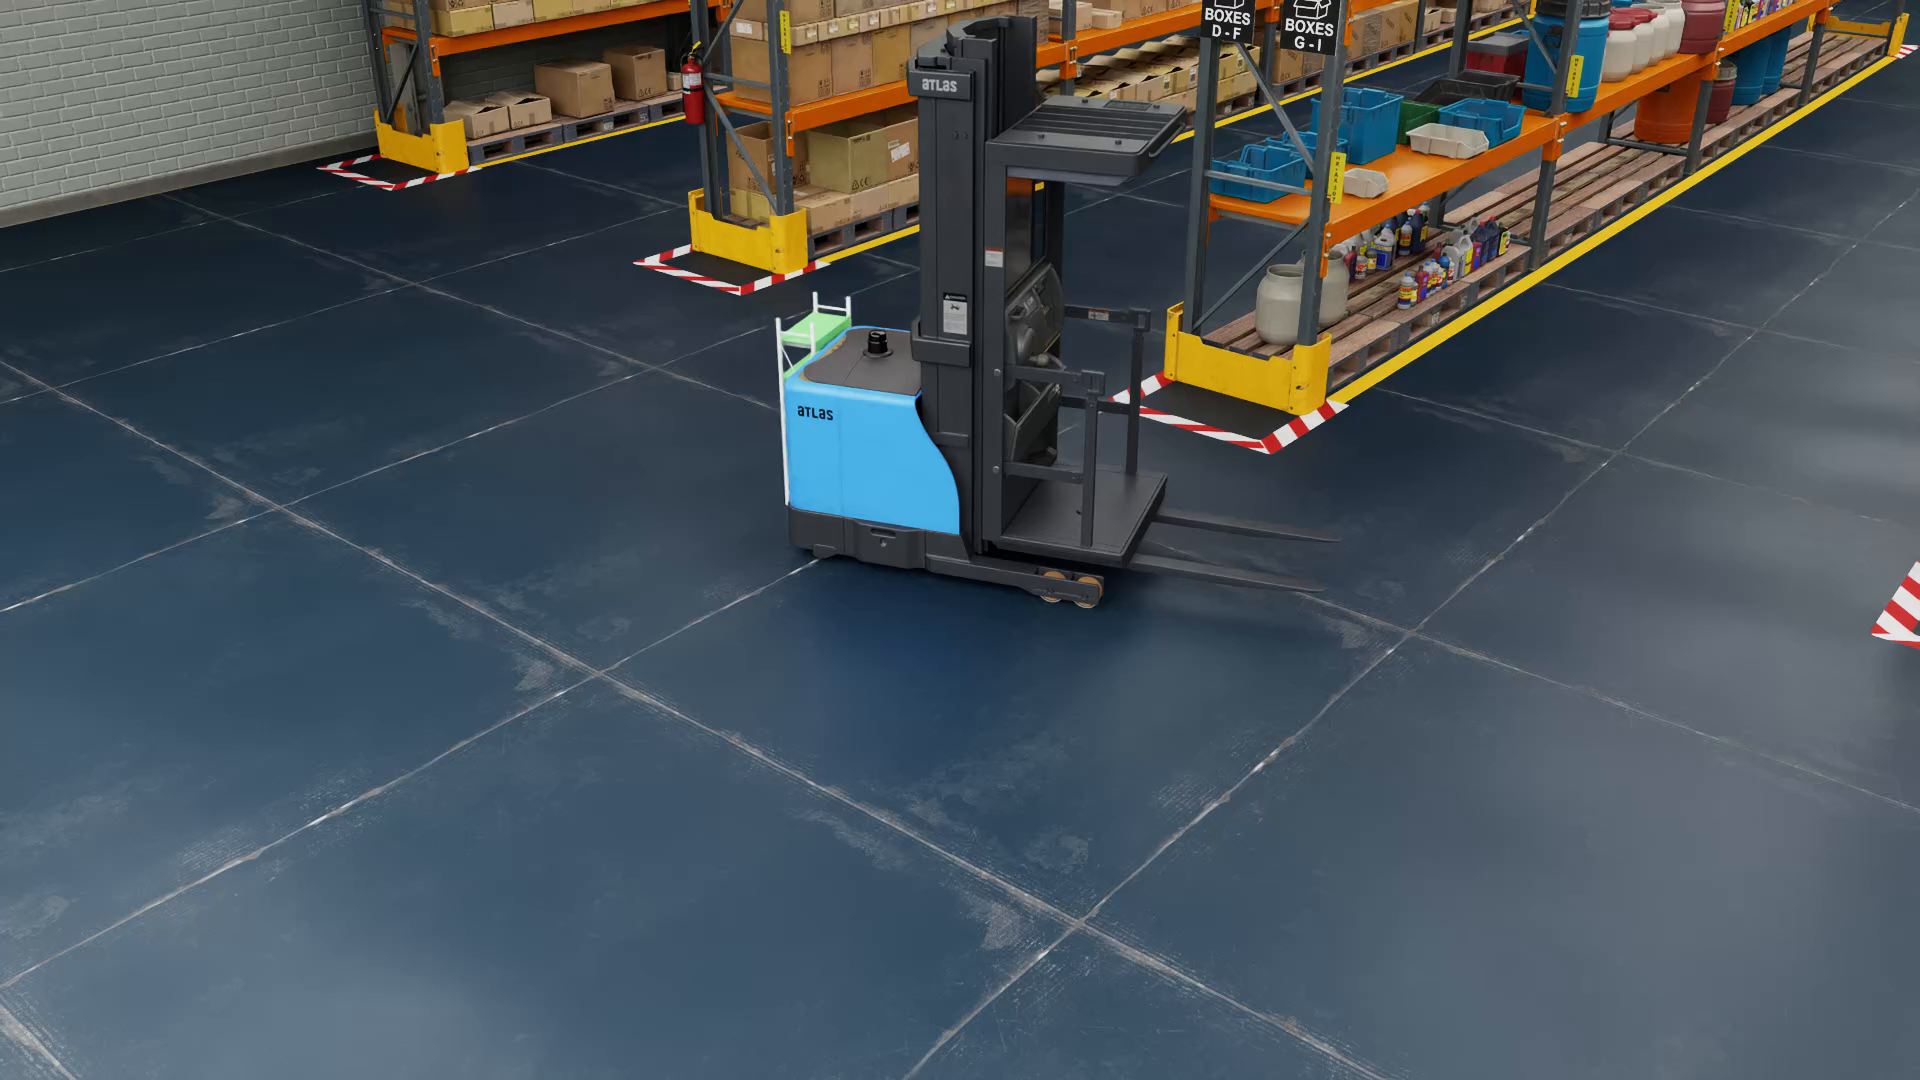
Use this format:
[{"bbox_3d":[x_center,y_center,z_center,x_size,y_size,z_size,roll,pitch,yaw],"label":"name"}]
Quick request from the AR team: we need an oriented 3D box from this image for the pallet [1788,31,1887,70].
[{"bbox_3d":[11.618,-6.517,22.119,1.003,0.211,1.213,21,34,34],"label":"pallet"}]

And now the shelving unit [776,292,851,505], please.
[{"bbox_3d":[-0.861,-0.835,10.058,0.258,1.200,0.503,10,29,19],"label":"shelving unit"}]

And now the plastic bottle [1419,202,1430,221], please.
[{"bbox_3d":[3.999,-2.781,14.352,0.097,0.271,0.097,0,27,0],"label":"plastic bottle"}]

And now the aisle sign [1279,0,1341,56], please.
[{"bbox_3d":[2.176,-3.408,10.243,0.394,0.787,0.004,21,34,34],"label":"aisle sign"}]

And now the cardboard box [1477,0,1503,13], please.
[{"bbox_3d":[7.569,-7.867,24.207,0.500,0.250,0.500,21,34,34],"label":"cardboard box"}]

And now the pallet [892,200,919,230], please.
[{"bbox_3d":[-0.594,-3.289,15.877,1.003,0.211,1.213,21,34,34],"label":"pallet"}]

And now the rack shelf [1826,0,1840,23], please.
[{"bbox_3d":[10.900,-7.008,20.816,1.077,0.370,4.000,21,34,34],"label":"rack shelf"}]

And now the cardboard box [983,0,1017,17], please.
[{"bbox_3d":[0.112,-4.928,15.902,0.700,0.500,0.500,20,34,34],"label":"cardboard box"}]

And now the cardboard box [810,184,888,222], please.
[{"bbox_3d":[-0.996,-3.082,14.978,0.500,0.250,0.500,21,34,34],"label":"cardboard box"}]

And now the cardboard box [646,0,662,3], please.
[{"bbox_3d":[-3.496,-6.189,18.591,0.500,0.250,0.500,21,34,35],"label":"cardboard box"}]

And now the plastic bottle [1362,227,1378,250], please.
[{"bbox_3d":[3.316,-2.419,13.565,0.144,0.351,0.185,20,34,34],"label":"plastic bottle"}]

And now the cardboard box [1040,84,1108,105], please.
[{"bbox_3d":[1.175,-4.519,17.147,0.500,0.311,0.500,21,34,35],"label":"cardboard box"}]

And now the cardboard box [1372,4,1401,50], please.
[{"bbox_3d":[5.395,-6.721,21.720,0.500,0.500,0.500,21,34,35],"label":"cardboard box"}]

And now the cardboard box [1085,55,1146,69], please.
[{"bbox_3d":[1.724,-5.213,18.487,0.500,0.311,0.500,20,34,34],"label":"cardboard box"}]

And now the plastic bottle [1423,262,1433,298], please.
[{"bbox_3d":[3.607,-2.021,12.883,0.097,0.271,0.097,0,27,0],"label":"plastic bottle"}]

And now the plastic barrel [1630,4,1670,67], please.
[{"bbox_3d":[6.326,-4.674,15.398,0.421,0.512,0.421,0,27,0],"label":"plastic barrel"}]

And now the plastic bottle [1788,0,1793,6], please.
[{"bbox_3d":[9.074,-6.021,18.259,0.152,0.276,0.135,21,34,34],"label":"plastic bottle"}]

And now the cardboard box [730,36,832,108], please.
[{"bbox_3d":[-1.518,-4.019,14.146,0.700,0.500,0.500,21,34,34],"label":"cardboard box"}]

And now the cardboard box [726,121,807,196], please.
[{"bbox_3d":[-1.713,-3.389,14.755,0.500,0.500,0.500,21,34,34],"label":"cardboard box"}]

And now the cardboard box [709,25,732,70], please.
[{"bbox_3d":[-2.650,-6.029,20.381,0.700,0.500,0.500,22,35,36],"label":"cardboard box"}]

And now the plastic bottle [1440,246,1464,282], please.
[{"bbox_3d":[3.918,-2.216,13.255,0.152,0.276,0.135,21,34,35],"label":"plastic bottle"}]

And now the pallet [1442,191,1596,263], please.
[{"bbox_3d":[5.009,-2.834,14.998,1.003,0.211,1.213,21,34,34],"label":"pallet"}]

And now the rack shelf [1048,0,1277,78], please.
[{"bbox_3d":[1.992,-5.621,18.134,1.077,0.370,4.000,21,34,34],"label":"rack shelf"}]

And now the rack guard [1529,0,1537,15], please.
[{"bbox_3d":[8.304,-8.349,25.344,1.175,0.500,0.348,21,34,34],"label":"rack guard"}]

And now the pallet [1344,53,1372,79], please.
[{"bbox_3d":[4.544,-6.095,21.303,1.003,0.211,1.213,21,34,34],"label":"pallet"}]

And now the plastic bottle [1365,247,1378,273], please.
[{"bbox_3d":[3.318,-2.267,13.434,0.097,0.201,0.097,0,27,0],"label":"plastic bottle"}]

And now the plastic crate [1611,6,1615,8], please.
[{"bbox_3d":[5.820,-4.745,15.589,0.402,0.464,0.583,21,34,34],"label":"plastic crate"}]

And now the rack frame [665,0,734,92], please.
[{"bbox_3d":[-3.105,-6.678,19.394,1.000,3.000,0.127,21,34,34],"label":"rack frame"}]

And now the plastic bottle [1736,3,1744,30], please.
[{"bbox_3d":[7.903,-5.368,16.998,0.152,0.276,0.135,21,34,34],"label":"plastic bottle"}]

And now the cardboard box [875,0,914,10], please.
[{"bbox_3d":[-0.834,-4.981,14.594,0.700,0.500,0.500,21,34,35],"label":"cardboard box"}]

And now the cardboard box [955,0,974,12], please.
[{"bbox_3d":[-0.097,-4.955,15.249,0.380,0.149,0.250,22,34,36],"label":"cardboard box"}]

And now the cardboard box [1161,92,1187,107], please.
[{"bbox_3d":[2.145,-4.813,18.324,0.500,0.250,0.500,22,34,35],"label":"cardboard box"}]

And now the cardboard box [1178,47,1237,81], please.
[{"bbox_3d":[2.795,-5.420,18.888,0.500,0.311,0.500,20,34,34],"label":"cardboard box"}]

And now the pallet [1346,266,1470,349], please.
[{"bbox_3d":[3.305,-1.883,13.161,1.003,0.211,1.213,21,34,34],"label":"pallet"}]

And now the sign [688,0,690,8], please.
[{"bbox_3d":[-2.234,-4.596,13.852,0.100,0.325,0.005,21,34,34],"label":"sign"}]

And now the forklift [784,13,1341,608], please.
[{"bbox_3d":[0.590,-1.207,8.894,3.031,2.935,1.130,9,29,17],"label":"forklift"}]

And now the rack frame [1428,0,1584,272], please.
[{"bbox_3d":[4.540,-3.782,13.797,1.000,3.000,0.127,21,34,34],"label":"rack frame"}]

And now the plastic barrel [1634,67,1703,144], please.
[{"bbox_3d":[7.382,-4.602,17.285,0.600,0.830,0.708,21,34,34],"label":"plastic barrel"}]

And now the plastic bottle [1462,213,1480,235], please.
[{"bbox_3d":[4.241,-2.531,13.782,0.144,0.351,0.185,21,34,34],"label":"plastic bottle"}]

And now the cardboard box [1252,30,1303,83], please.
[{"bbox_3d":[3.774,-5.813,19.963,0.500,0.500,0.500,22,35,36],"label":"cardboard box"}]

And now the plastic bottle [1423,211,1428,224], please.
[{"bbox_3d":[3.897,-2.633,14.052,0.061,0.283,0.133,21,34,34],"label":"plastic bottle"}]

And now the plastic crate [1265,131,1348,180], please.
[{"bbox_3d":[2.500,-2.792,12.043,0.499,0.251,0.408,21,34,34],"label":"plastic crate"}]

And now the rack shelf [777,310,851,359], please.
[{"bbox_3d":[-0.861,-1.205,9.867,0.258,0.148,0.480,10,29,19],"label":"rack shelf"}]

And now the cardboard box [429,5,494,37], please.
[{"bbox_3d":[-5.094,-5.282,16.837,0.500,0.250,0.500,20,33,33],"label":"cardboard box"}]

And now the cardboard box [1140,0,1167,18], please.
[{"bbox_3d":[1.875,-5.908,17.796,0.500,0.500,0.500,21,34,34],"label":"cardboard box"}]

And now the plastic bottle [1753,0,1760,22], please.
[{"bbox_3d":[8.291,-5.563,17.379,0.097,0.271,0.097,0,27,0],"label":"plastic bottle"}]

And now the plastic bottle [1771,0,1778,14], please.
[{"bbox_3d":[8.729,-5.799,17.822,0.061,0.283,0.133,21,34,34],"label":"plastic bottle"}]

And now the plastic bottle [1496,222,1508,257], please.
[{"bbox_3d":[4.488,-2.504,13.804,0.061,0.283,0.133,23,35,37],"label":"plastic bottle"}]

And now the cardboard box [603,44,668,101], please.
[{"bbox_3d":[-3.734,-5.383,19.133,0.500,0.500,0.500,18,32,31],"label":"cardboard box"}]

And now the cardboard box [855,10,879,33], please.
[{"bbox_3d":[-0.921,-4.493,14.356,0.380,0.149,0.250,20,34,34],"label":"cardboard box"}]

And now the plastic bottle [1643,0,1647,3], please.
[{"bbox_3d":[7.012,-5.417,17.083,0.061,0.283,0.133,21,34,34],"label":"plastic bottle"}]

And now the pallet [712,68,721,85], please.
[{"bbox_3d":[-2.611,-5.716,20.569,1.003,0.211,1.213,21,34,34],"label":"pallet"}]
